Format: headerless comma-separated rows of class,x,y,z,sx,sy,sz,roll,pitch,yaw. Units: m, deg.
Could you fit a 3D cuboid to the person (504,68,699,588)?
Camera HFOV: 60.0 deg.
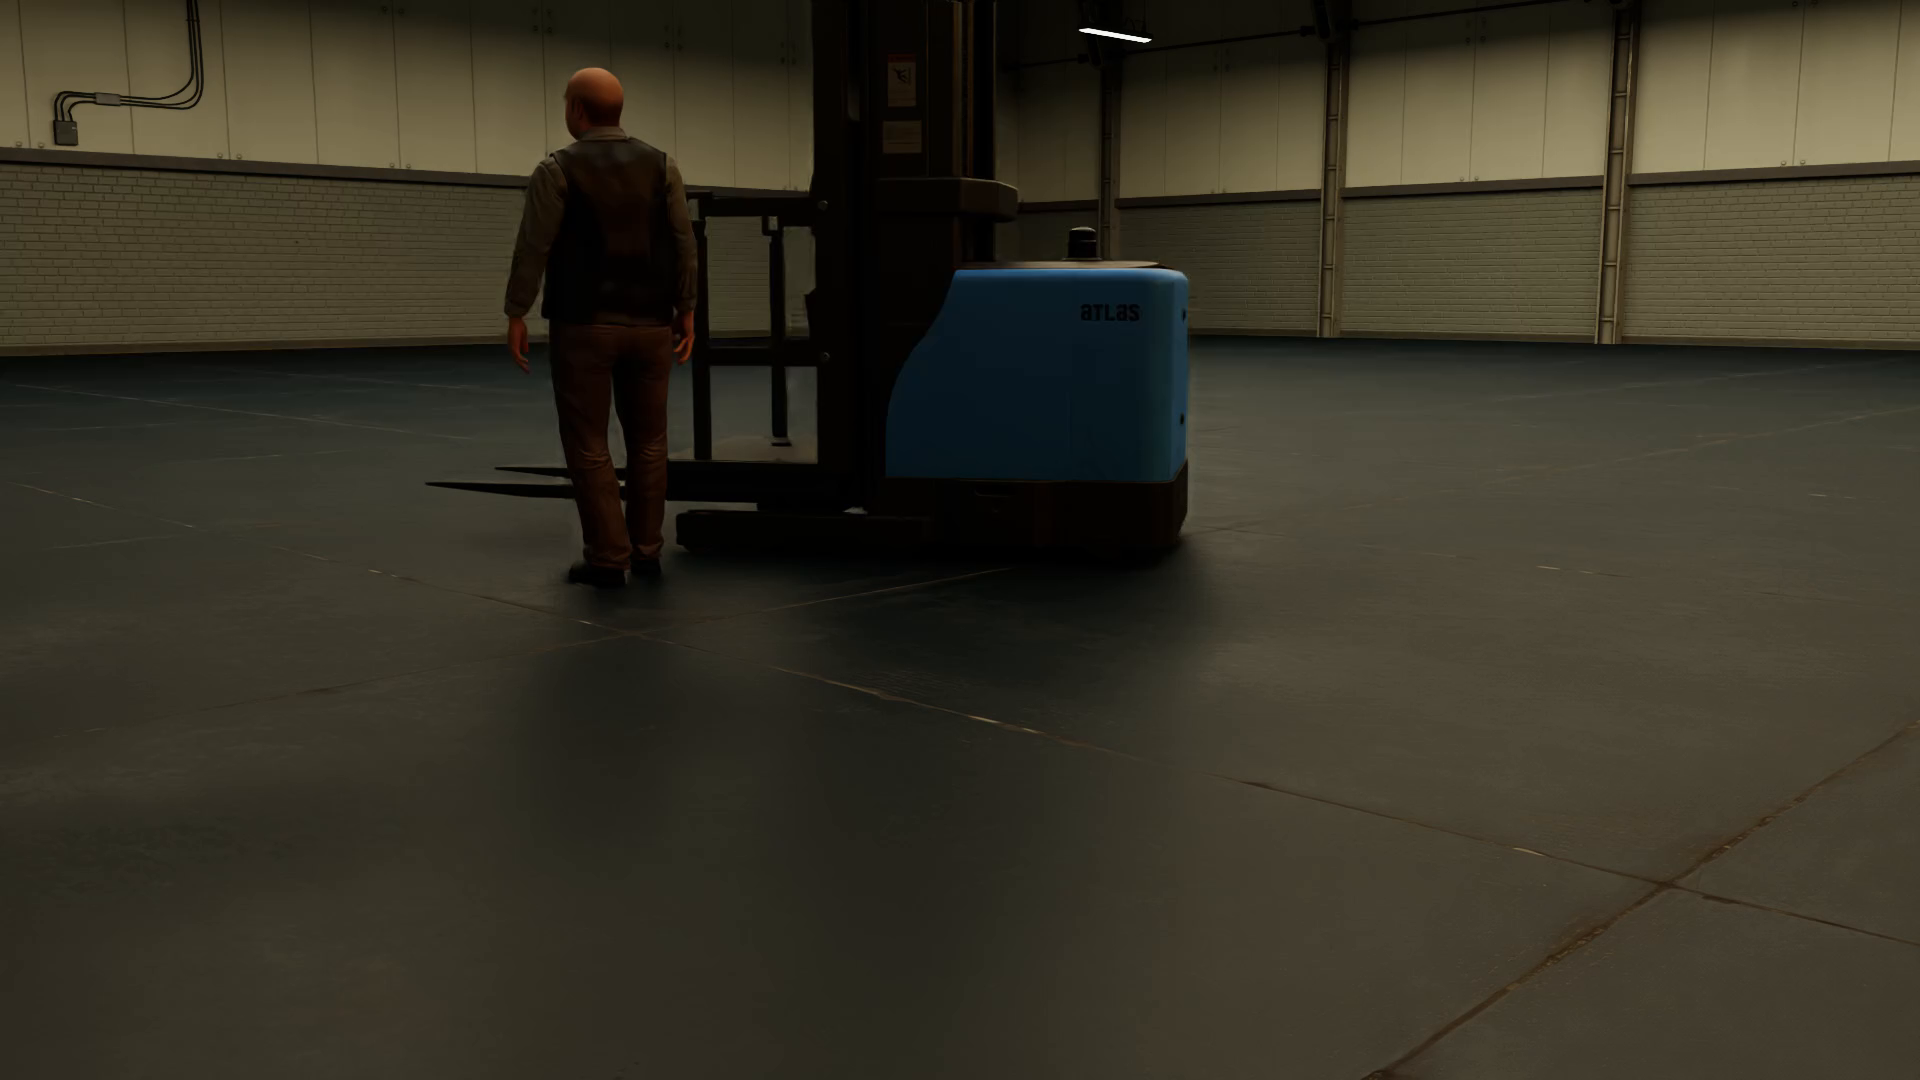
person,-1.242,-0.715,5.693,0.656,1.721,0.559,-5,10,-32

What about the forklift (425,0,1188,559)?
forklift,-0.624,-1.464,6.600,3.031,2.935,1.130,2,9,11
